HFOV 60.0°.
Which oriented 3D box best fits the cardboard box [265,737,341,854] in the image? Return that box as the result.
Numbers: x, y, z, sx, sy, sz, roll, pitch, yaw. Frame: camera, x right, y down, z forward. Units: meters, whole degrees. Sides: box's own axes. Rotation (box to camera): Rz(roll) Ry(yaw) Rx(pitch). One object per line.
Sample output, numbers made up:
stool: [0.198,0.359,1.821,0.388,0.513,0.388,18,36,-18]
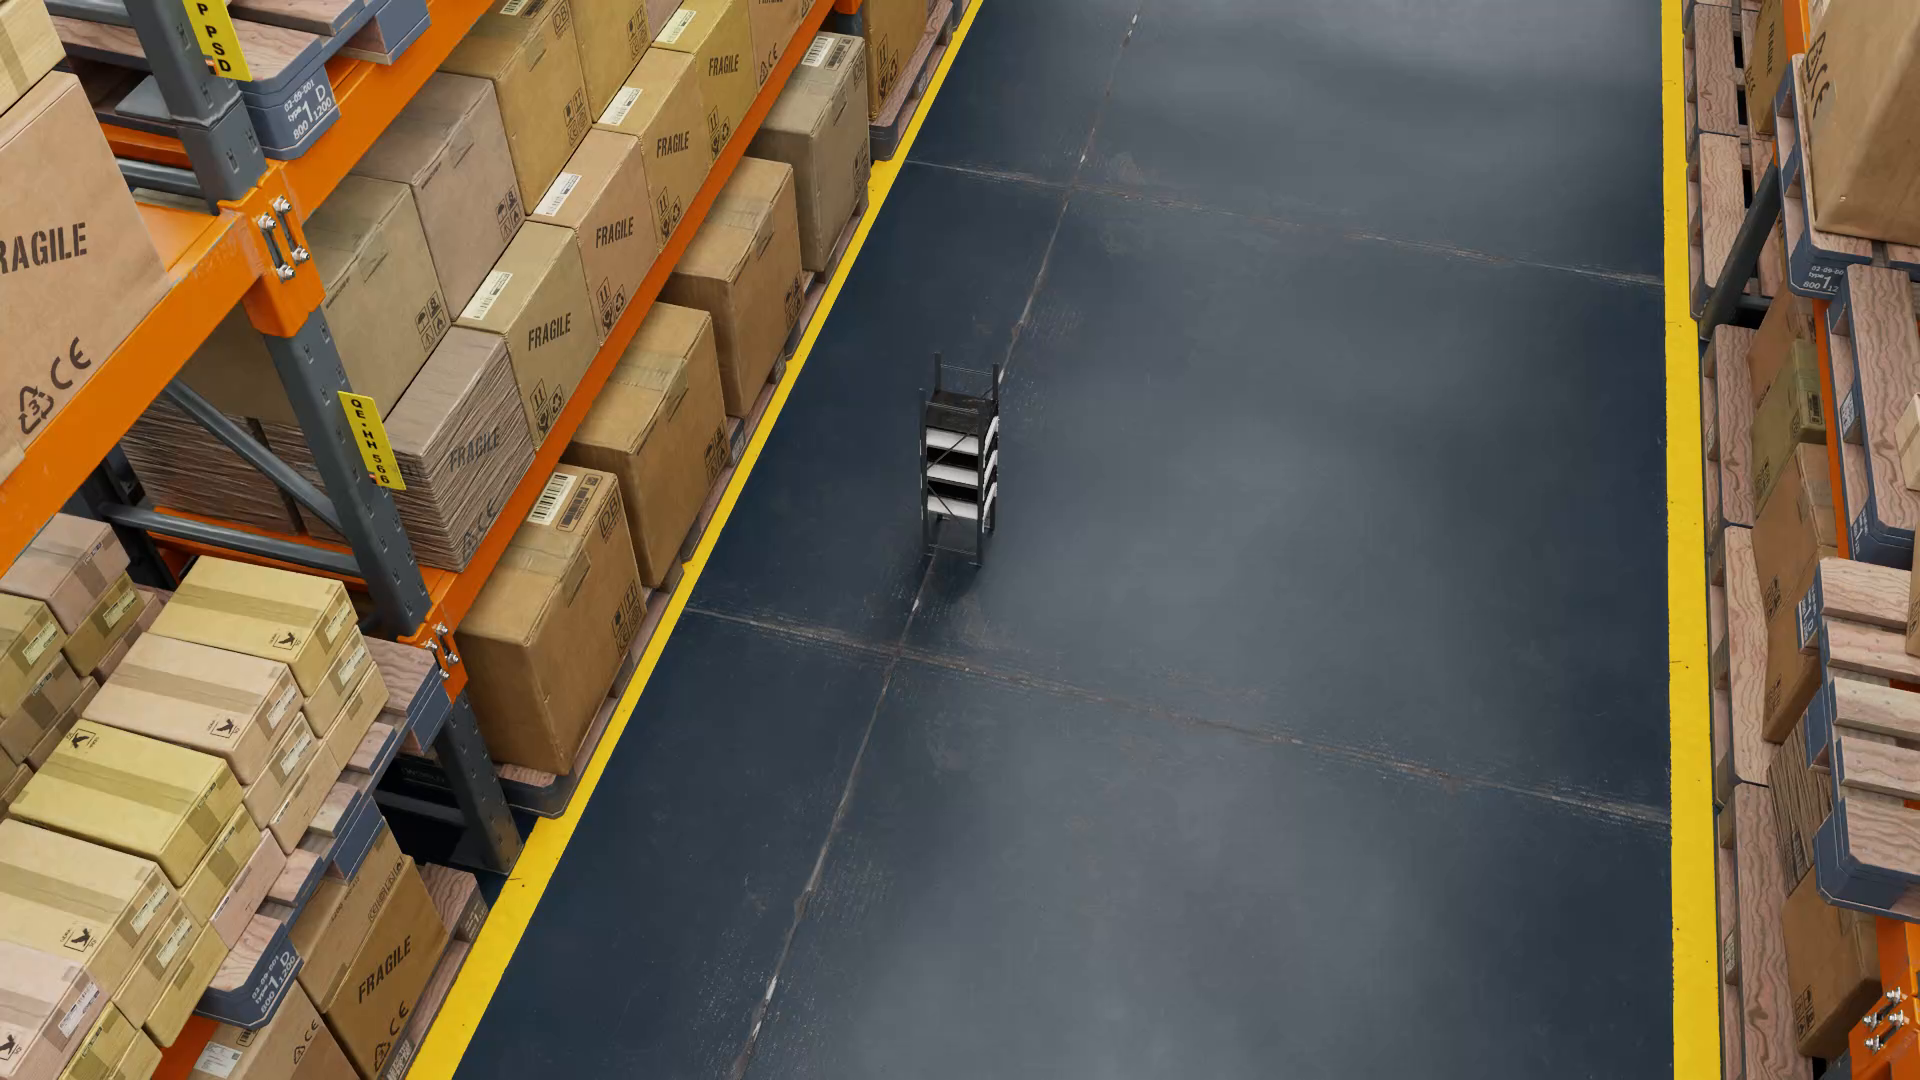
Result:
cardboard box: [-1.753,0.582,4.042,0.380,0.149,0.250,11,50,10]

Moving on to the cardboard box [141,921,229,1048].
cardboard box: [-1.890,0.948,3.719,0.380,0.149,0.250,11,49,10]

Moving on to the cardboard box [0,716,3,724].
cardboard box: [-2.445,0.426,3.783,0.380,0.149,0.250,11,50,10]

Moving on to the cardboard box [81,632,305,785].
cardboard box: [-1.755,0.385,3.819,0.380,0.149,0.250,11,49,10]

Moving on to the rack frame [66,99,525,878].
rack frame: [-2.000,0.011,4.658,1.000,3.000,0.127,12,50,10]

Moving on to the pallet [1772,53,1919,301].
pallet: [3.470,-1.242,5.893,1.003,0.211,1.213,12,50,10]

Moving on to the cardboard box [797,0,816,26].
cardboard box: [-0.826,-2.485,6.795,0.500,0.500,0.500,11,50,10]

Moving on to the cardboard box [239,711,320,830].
cardboard box: [-1.759,0.498,3.918,0.380,0.149,0.250,13,50,11]

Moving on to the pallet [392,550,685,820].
pallet: [-1.720,0.379,6.194,1.003,0.211,1.213,12,50,10]

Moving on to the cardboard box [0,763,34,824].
cardboard box: [-2.454,0.629,4.001,0.380,0.149,0.250,14,50,12]

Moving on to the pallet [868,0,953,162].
pallet: [-0.671,-2.494,8.729,1.003,0.211,1.213,12,50,10]

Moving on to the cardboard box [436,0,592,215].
cardboard box: [-1.607,-1.413,5.182,0.700,0.500,0.500,11,49,9]

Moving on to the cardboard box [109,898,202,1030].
cardboard box: [-1.892,0.869,3.590,0.380,0.149,0.250,12,50,10]

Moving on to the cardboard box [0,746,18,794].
cardboard box: [-2.457,0.557,3.865,0.380,0.149,0.250,10,49,9]

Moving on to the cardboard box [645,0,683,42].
cardboard box: [-1.339,-2.148,5.830,0.700,0.500,0.500,12,50,10]

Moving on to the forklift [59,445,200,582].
forklift: [-3.402,-0.626,5.267,1.130,2.935,3.031,12,50,10]

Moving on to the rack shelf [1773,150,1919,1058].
rack shelf: [3.285,-0.145,5.276,1.077,0.370,4.000,12,50,10]

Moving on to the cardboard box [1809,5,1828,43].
cardboard box: [3.585,-1.960,6.566,0.380,0.149,0.250,12,50,10]

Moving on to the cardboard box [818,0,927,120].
cardboard box: [-0.714,-2.759,8.240,0.875,0.875,0.875,12,50,11]

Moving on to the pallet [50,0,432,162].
pallet: [-1.881,-1.395,4.025,1.213,0.211,1.003,14,50,12]

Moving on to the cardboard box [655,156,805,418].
cardboard box: [-1.281,-1.113,6.871,1.050,0.750,0.750,12,50,10]

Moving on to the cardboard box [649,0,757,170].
cardboard box: [-1.092,-1.754,6.149,0.500,0.500,0.500,12,50,10]

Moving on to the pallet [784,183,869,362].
pallet: [-1.077,-1.386,7.752,1.003,0.211,1.213,12,50,10]

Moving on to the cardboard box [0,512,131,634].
cardboard box: [-2.309,0.058,4.108,0.380,0.149,0.250,12,50,10]

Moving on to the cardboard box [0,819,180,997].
cardboard box: [-1.890,0.768,3.481,0.380,0.149,0.250,13,50,11]

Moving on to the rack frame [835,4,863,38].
rack frame: [-0.947,-2.882,7.212,1.000,3.000,0.127,12,50,10]

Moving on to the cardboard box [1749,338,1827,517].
cardboard box: [3.485,-0.367,6.366,0.700,0.500,0.500,11,50,10]

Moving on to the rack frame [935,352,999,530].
rack frame: [0.025,-0.365,6.391,0.240,0.900,0.006,12,50,10]

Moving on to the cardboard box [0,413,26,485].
cardboard box: [-2.024,-0.187,2.766,0.500,0.500,0.500,12,50,10]

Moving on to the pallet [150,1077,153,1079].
pallet: [-2.481,1.515,3.459,1.003,0.211,1.213,12,50,10]

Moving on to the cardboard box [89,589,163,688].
cardboard box: [-2.312,0.239,4.344,0.380,0.149,0.250,11,49,10]

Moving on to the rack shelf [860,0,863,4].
rack shelf: [-0.421,-4.091,8.758,1.077,0.370,4.000,12,50,10]

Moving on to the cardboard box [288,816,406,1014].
cardboard box: [-1.927,0.998,4.675,0.500,0.250,0.500,11,49,9]

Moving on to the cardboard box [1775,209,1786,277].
cardboard box: [3.955,-1.423,7.311,0.500,0.500,0.500,10,49,9]

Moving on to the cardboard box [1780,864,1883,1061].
cardboard box: [2.916,1.256,4.933,0.700,0.500,0.500,9,49,8]

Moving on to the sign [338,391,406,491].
sign: [-1.474,-0.245,4.165,0.100,0.325,0.005,12,50,10]

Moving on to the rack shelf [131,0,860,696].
rack shelf: [-1.473,-1.197,6.205,1.077,0.370,4.000,12,50,10]

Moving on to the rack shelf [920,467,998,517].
rack shelf: [-0.002,-0.210,6.419,0.258,0.077,0.200,12,50,10]

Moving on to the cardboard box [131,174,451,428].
cardboard box: [-1.872,-0.675,4.531,0.700,0.500,0.500,11,50,10]

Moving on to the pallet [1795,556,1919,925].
pallet: [2.844,0.590,4.275,1.213,0.211,1.003,12,50,10]

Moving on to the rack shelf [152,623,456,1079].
rack shelf: [-2.526,1.696,3.651,1.077,0.370,4.000,12,50,10]

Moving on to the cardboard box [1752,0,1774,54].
cardboard box: [4.377,-2.699,8.437,0.500,0.500,0.500,16,50,14]

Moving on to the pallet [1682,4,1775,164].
pallet: [4.273,-2.285,8.545,1.003,0.211,1.213,12,50,10]

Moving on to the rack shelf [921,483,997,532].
rack shelf: [-0.002,-0.151,6.486,0.258,0.077,0.200,12,50,10]

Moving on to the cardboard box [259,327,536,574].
cardboard box: [-1.621,-0.293,4.860,0.500,0.500,0.500,12,50,10]

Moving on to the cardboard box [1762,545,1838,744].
cardboard box: [3.192,0.441,5.653,0.700,0.500,0.500,15,50,13]

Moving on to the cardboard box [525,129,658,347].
cardboard box: [-1.357,-1.026,5.507,0.500,0.500,0.500,12,50,10]

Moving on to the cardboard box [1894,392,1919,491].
cardboard box: [2.937,-0.291,4.734,0.396,0.266,0.258,10,49,9]

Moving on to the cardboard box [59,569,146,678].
cardboard box: [-2.321,0.167,4.210,0.380,0.149,0.250,14,50,12]

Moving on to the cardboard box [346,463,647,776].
cardboard box: [-1.753,0.194,5.717,1.050,0.750,0.750,11,49,10]

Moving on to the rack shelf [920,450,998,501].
rack shelf: [-0.002,-0.270,6.351,0.258,0.077,0.200,12,50,10]

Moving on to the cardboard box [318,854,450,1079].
cardboard box: [-1.921,1.227,4.972,0.500,0.500,0.500,11,50,10]

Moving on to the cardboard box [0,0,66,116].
cardboard box: [-1.856,-0.924,2.906,0.396,0.266,0.258,12,50,10]

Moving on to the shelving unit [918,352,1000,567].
shelving unit: [-0.002,-0.292,6.326,0.258,0.900,0.210,12,50,10]

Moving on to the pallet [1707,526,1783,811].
pallet: [3.289,0.541,6.050,1.003,0.211,1.213,12,50,10]
